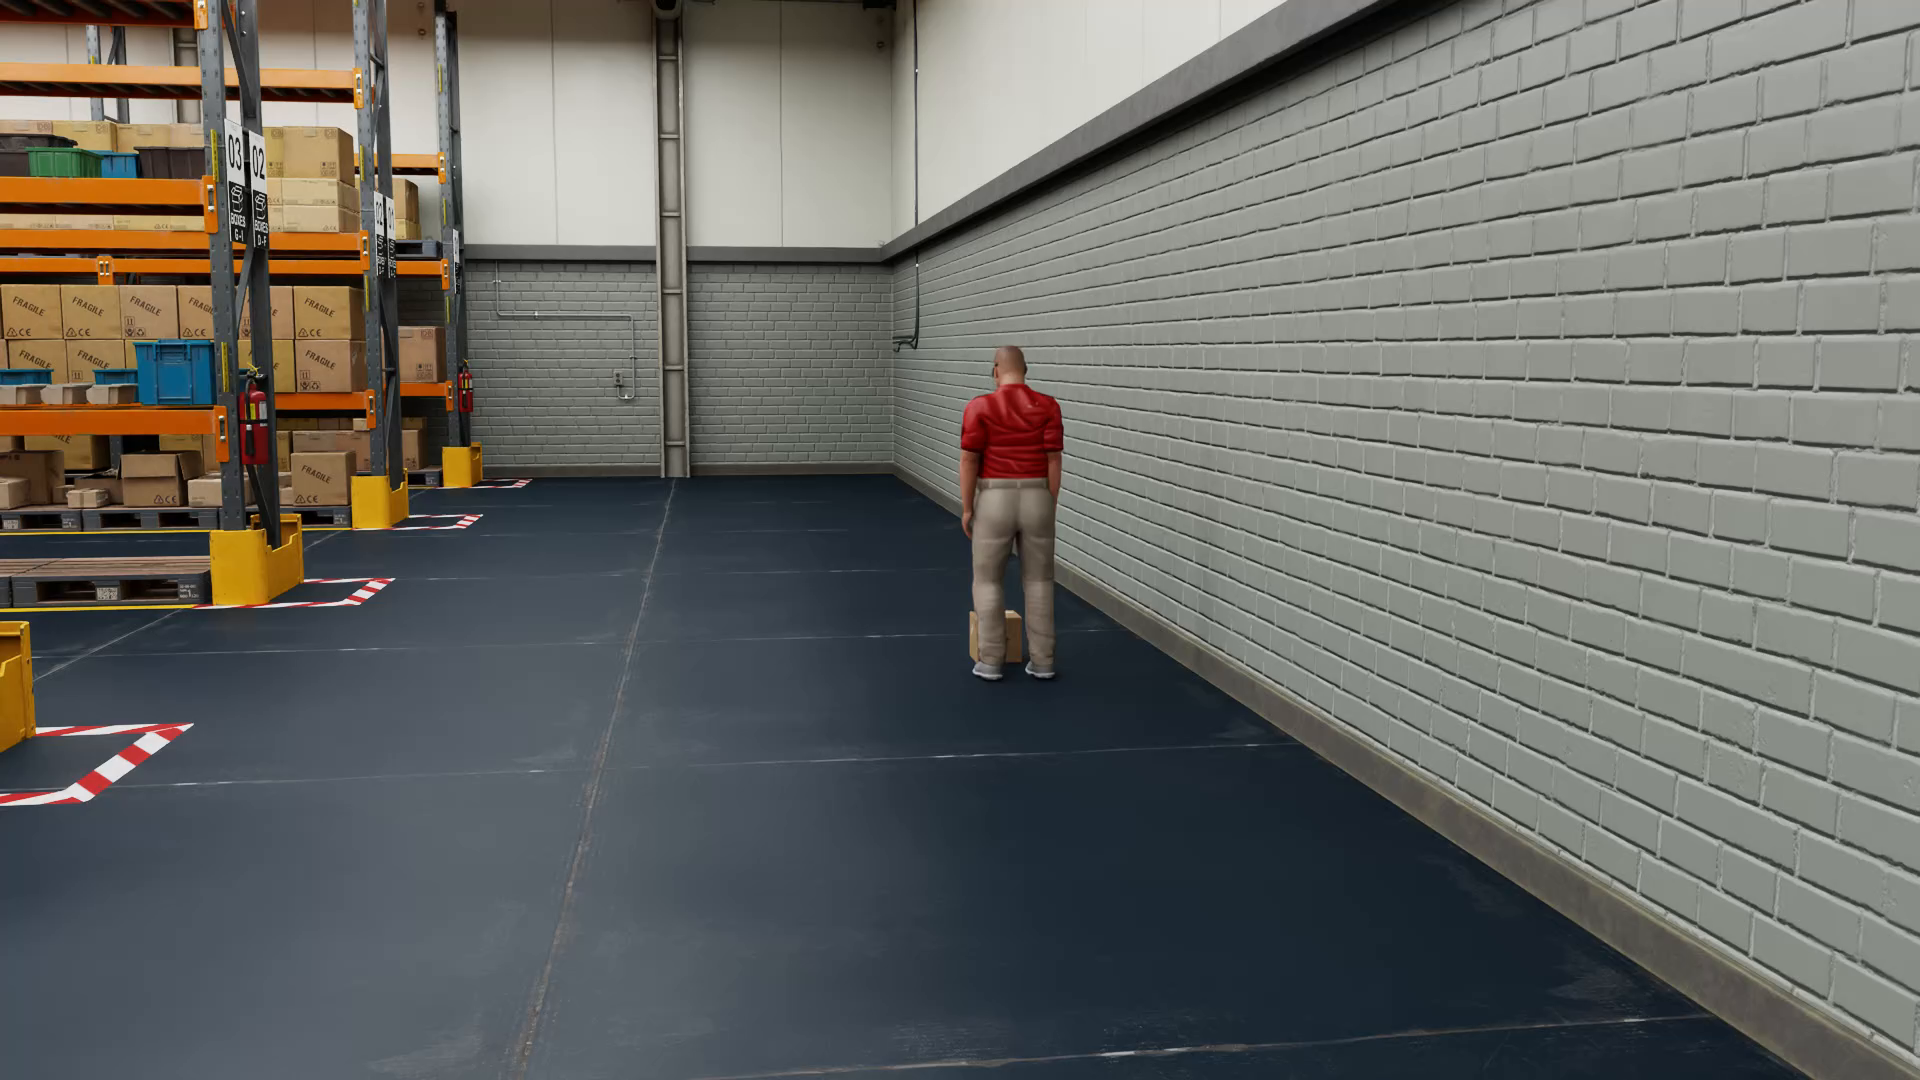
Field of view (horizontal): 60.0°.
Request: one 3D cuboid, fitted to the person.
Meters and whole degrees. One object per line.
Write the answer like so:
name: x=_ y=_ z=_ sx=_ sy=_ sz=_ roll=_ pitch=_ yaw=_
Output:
person: x=0.257 y=-0.137 z=8.577 sx=0.532 sy=1.719 sz=0.357 roll=-1 pitch=6 yaw=-8
